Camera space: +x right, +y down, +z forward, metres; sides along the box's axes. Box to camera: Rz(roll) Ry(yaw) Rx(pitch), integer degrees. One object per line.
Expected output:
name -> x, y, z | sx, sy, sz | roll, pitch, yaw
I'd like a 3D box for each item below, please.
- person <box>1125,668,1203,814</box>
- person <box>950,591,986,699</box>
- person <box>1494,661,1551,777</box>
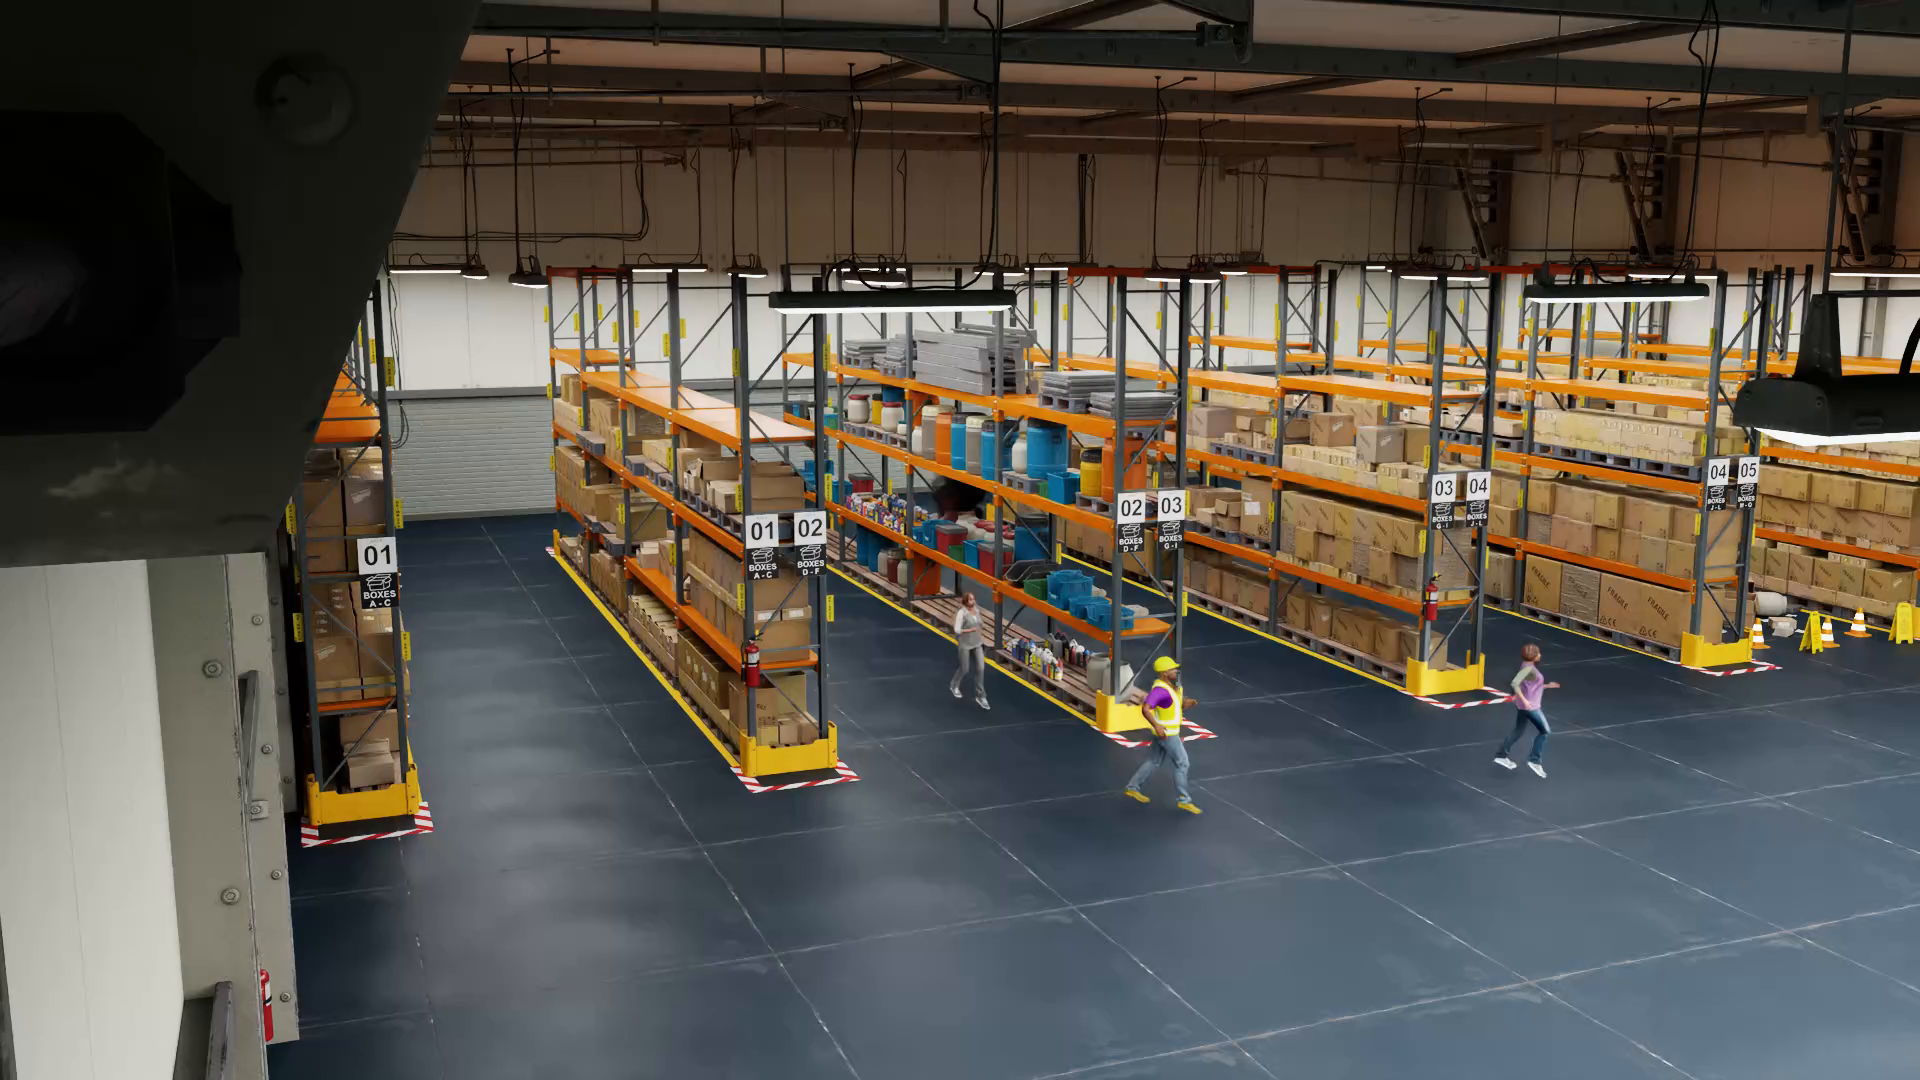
person -> 2.320, 2.220, 18.842 | 0.879, 1.765, 0.682 | 0, 10, 1
person -> 0.117, 1.445, 23.276 | 0.532, 1.494, 0.718 | -7, 12, -34
person -> 6.858, 2.172, 20.235 | 0.625, 1.417, 0.356 | 1, 10, 8
